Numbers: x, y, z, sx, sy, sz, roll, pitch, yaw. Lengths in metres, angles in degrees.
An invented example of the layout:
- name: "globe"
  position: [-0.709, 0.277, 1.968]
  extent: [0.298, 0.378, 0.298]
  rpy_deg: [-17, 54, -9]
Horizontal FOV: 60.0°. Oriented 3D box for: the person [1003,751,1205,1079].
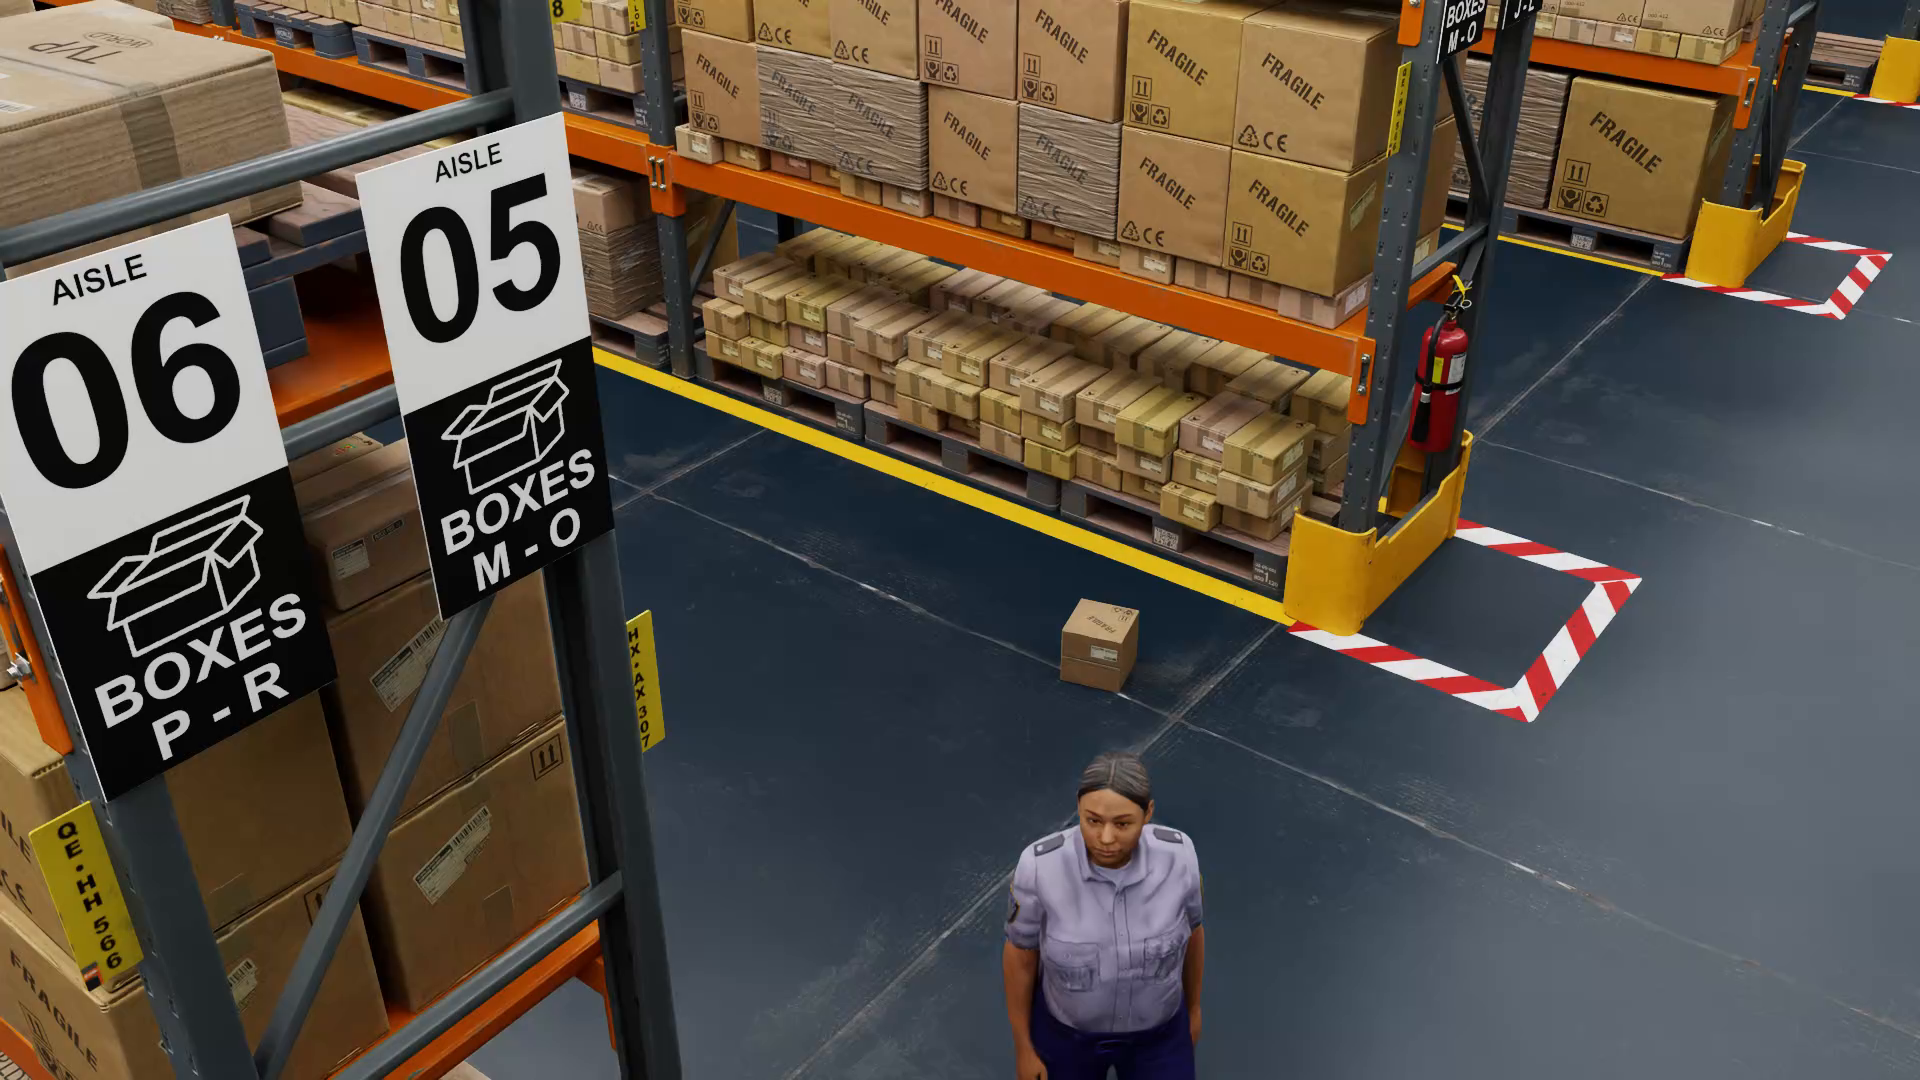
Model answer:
- name: "person"
  position: [0.363, 1.245, 4.079]
  extent: [0.518, 1.685, 0.484]
  rpy_deg: [-1, 31, -2]
